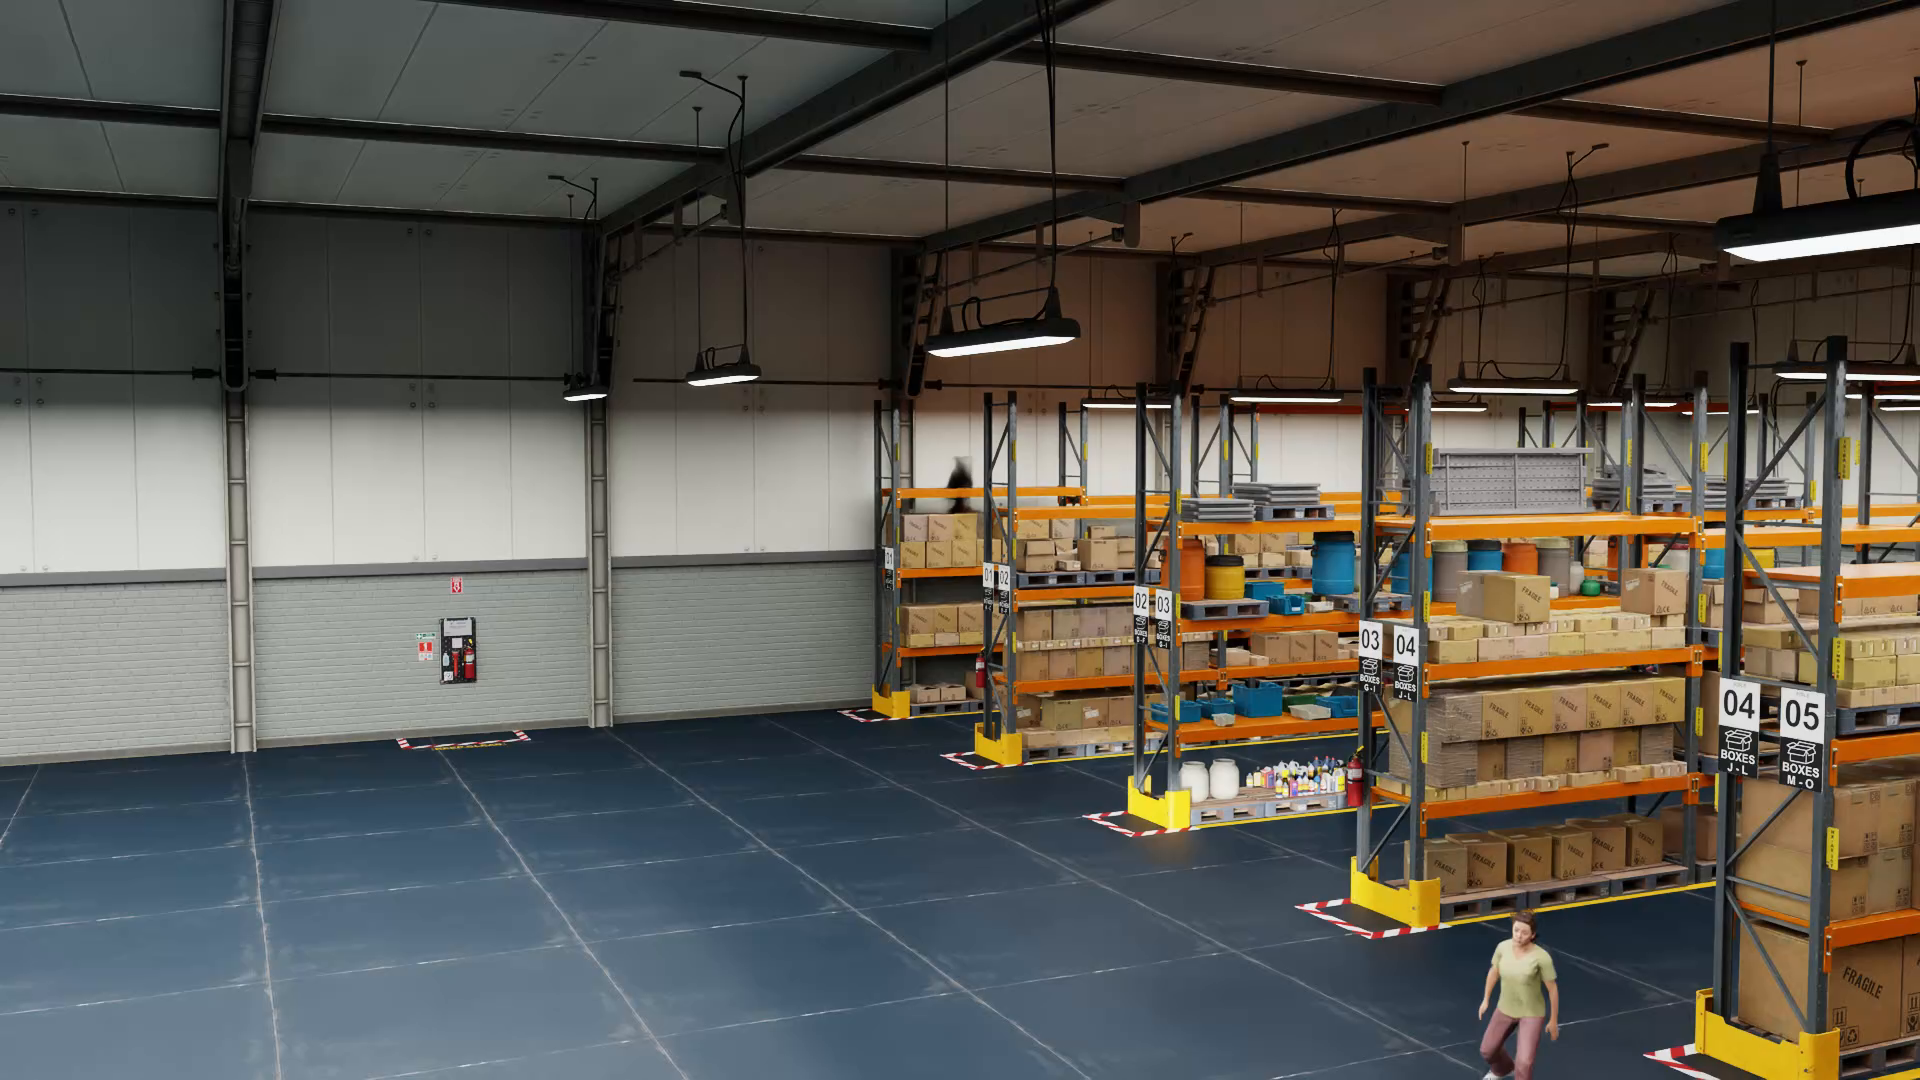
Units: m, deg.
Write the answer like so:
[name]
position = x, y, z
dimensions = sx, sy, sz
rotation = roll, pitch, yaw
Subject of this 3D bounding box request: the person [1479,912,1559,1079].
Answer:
[person]
position = 4.324, 3.610, 12.841
dimensions = 0.708, 1.608, 0.673
rotation = 3, 4, 39
